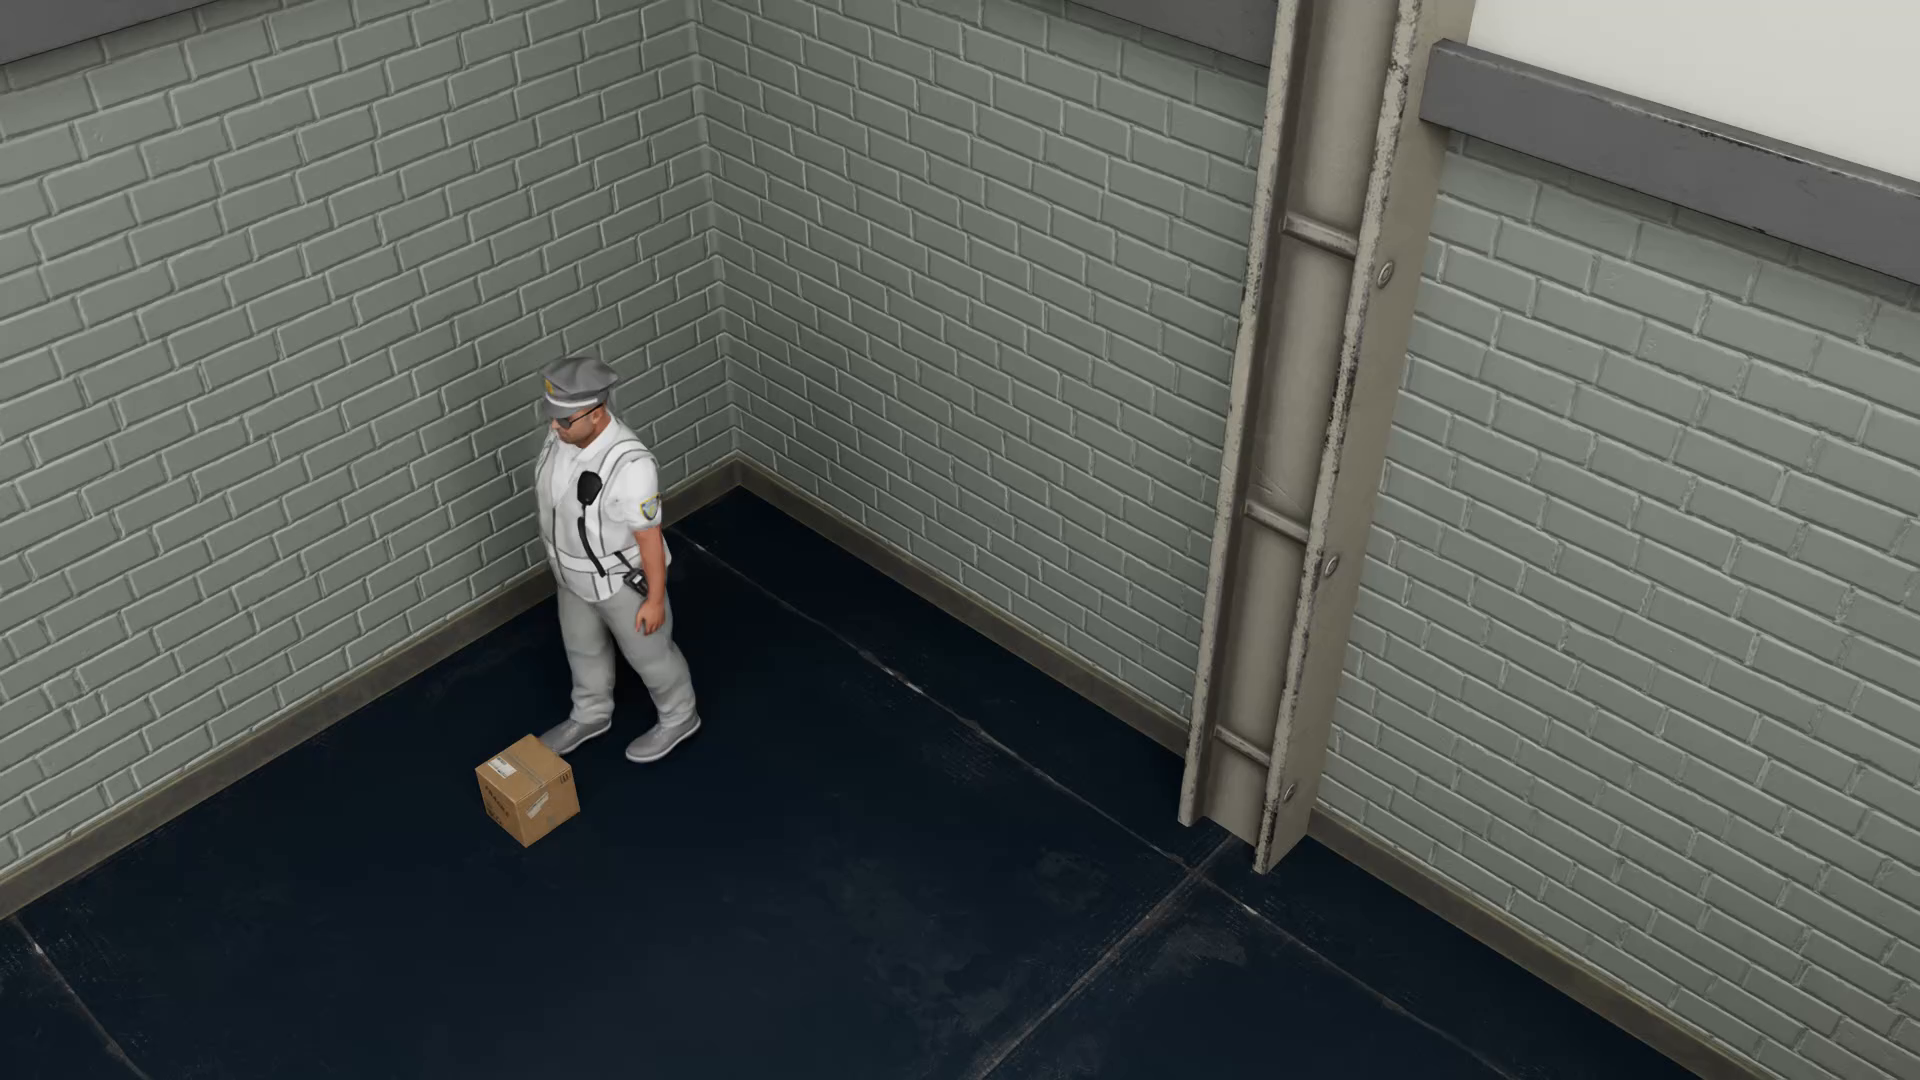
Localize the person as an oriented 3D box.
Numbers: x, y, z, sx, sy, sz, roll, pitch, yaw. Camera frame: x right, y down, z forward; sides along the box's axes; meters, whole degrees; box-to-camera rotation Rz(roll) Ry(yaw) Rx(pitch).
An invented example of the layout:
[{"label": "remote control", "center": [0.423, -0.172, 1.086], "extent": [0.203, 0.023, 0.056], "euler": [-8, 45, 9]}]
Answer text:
[{"label": "person", "center": [-1.311, 0.130, 5.970], "extent": [0.561, 1.750, 0.560], "euler": [30, 48, 31]}]
